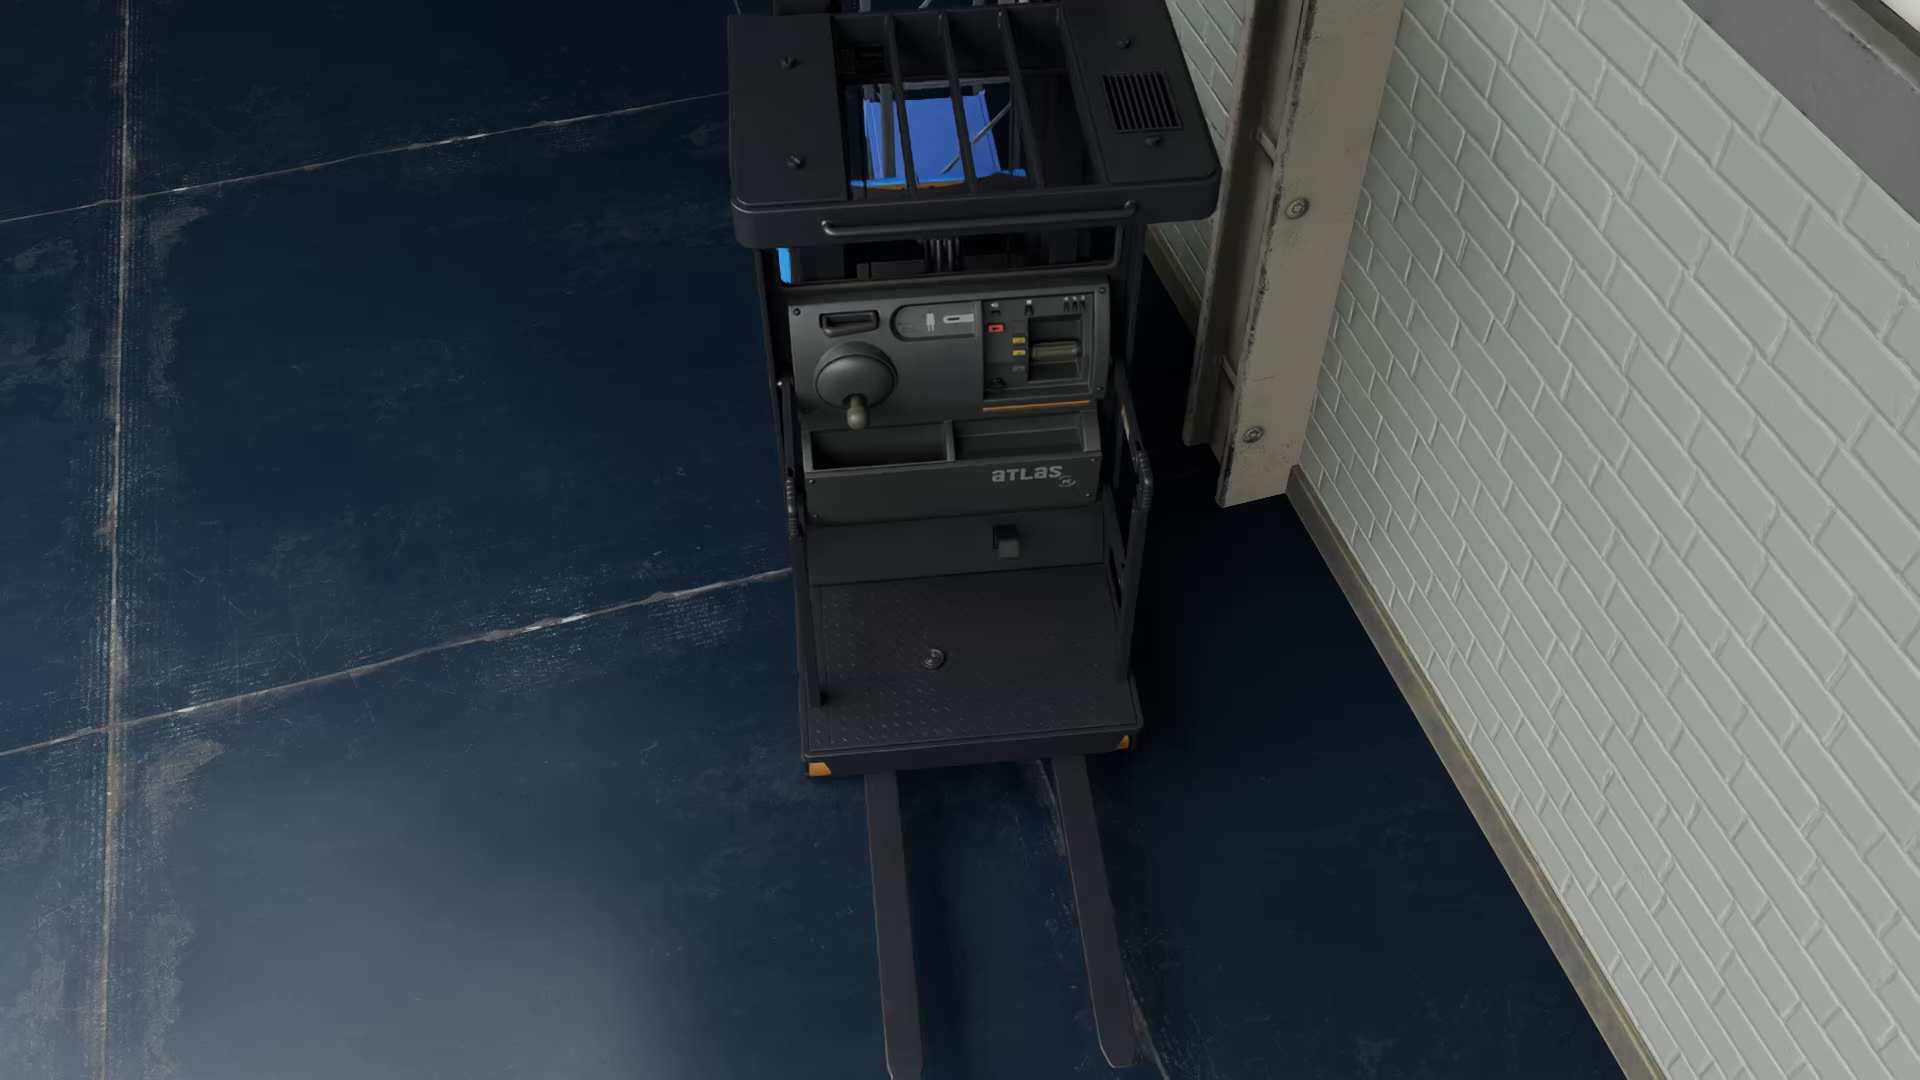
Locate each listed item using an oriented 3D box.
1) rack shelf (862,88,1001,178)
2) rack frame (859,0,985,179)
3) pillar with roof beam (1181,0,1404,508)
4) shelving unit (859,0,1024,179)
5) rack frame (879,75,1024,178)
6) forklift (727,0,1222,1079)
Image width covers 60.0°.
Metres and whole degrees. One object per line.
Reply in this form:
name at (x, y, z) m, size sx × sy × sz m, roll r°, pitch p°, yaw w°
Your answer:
rack shelf at (-0.090, -1.437, 6.716) m, size 0.538 × 0.185 × 1.000 m, roll -5°, pitch 50°, yaw -4°
rack frame at (-0.151, -1.939, 6.904) m, size 0.500 × 1.500 × 0.032 m, roll -5°, pitch 50°, yaw -4°
pillar with roof beam at (-3.031, -2.228, 2.243) m, size 9.100 × 9.000 × 0.400 m, roll -13°, pitch 51°, yaw -11°
shelving unit at (-0.090, -1.553, 6.578) m, size 0.538 × 1.500 × 1.048 m, roll -5°, pitch 50°, yaw -4°
rack frame at (-0.029, -1.167, 6.253) m, size 0.500 × 1.500 × 0.032 m, roll -5°, pitch 50°, yaw -4°
forklift at (-0.001, -0.438, 4.702) m, size 1.130 × 2.935 × 3.031 m, roll -5°, pitch 50°, yaw -4°
